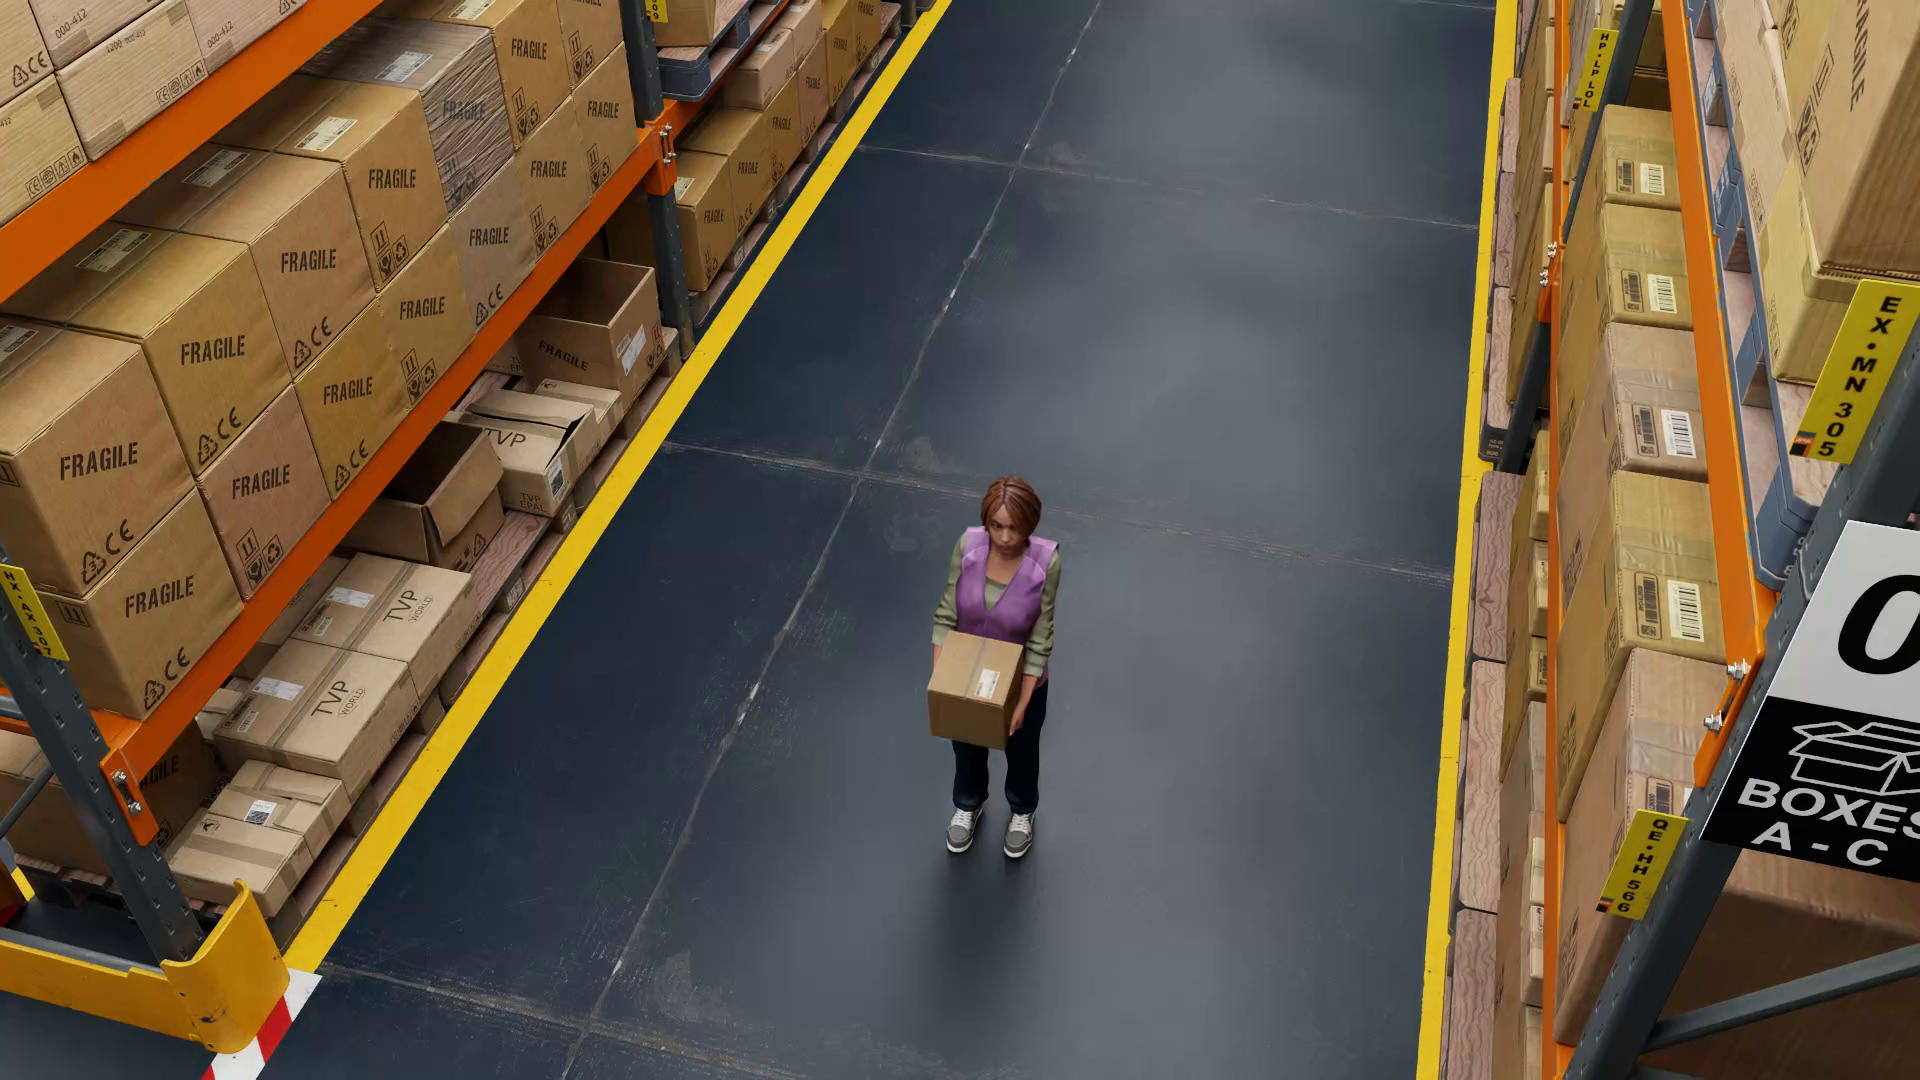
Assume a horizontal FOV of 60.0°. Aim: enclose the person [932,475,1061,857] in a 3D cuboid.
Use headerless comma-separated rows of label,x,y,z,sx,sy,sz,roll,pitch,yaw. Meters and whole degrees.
person,0.105,0.501,5.607,0.405,1.592,0.490,11,43,12
